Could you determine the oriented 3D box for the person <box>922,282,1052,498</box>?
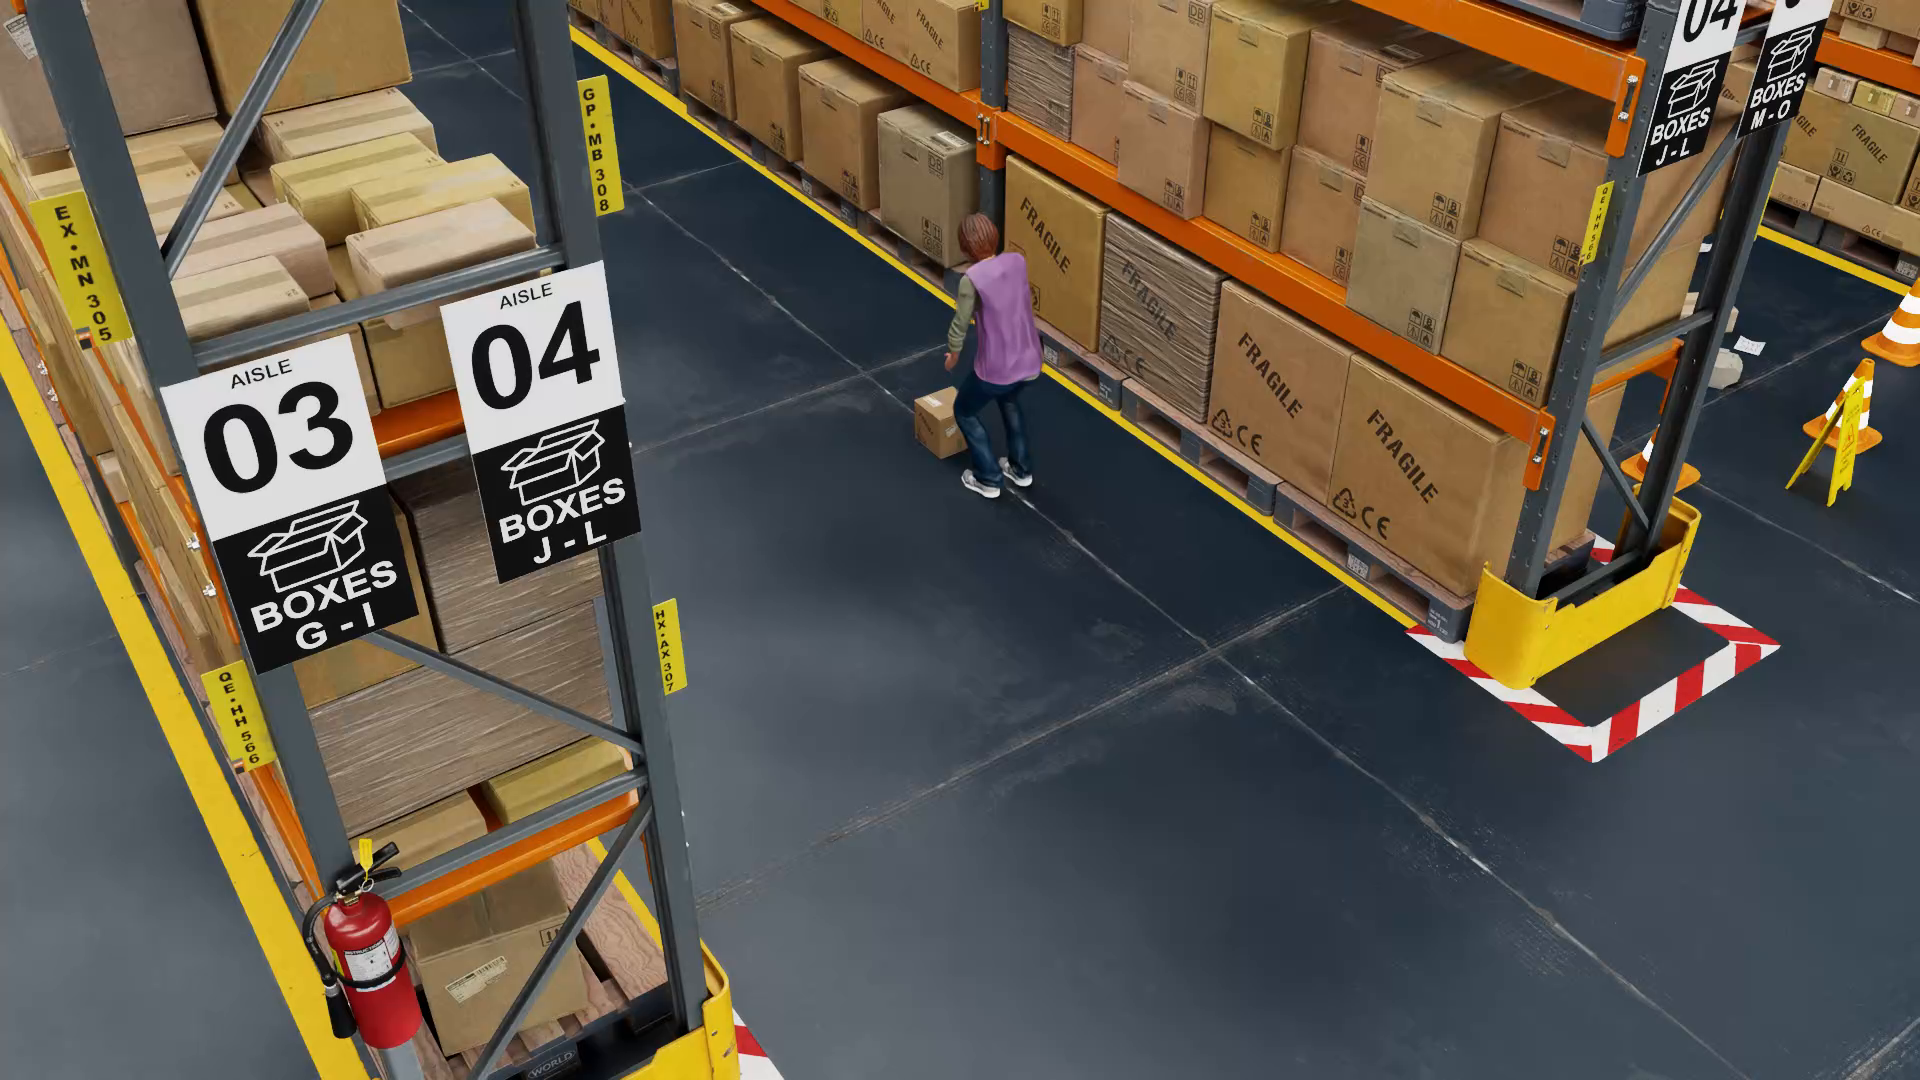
[{"bbox_3d":[0.128,-0.731,8.482,0.456,1.001,0.769,-23,43,-27],"label":"person"}]
